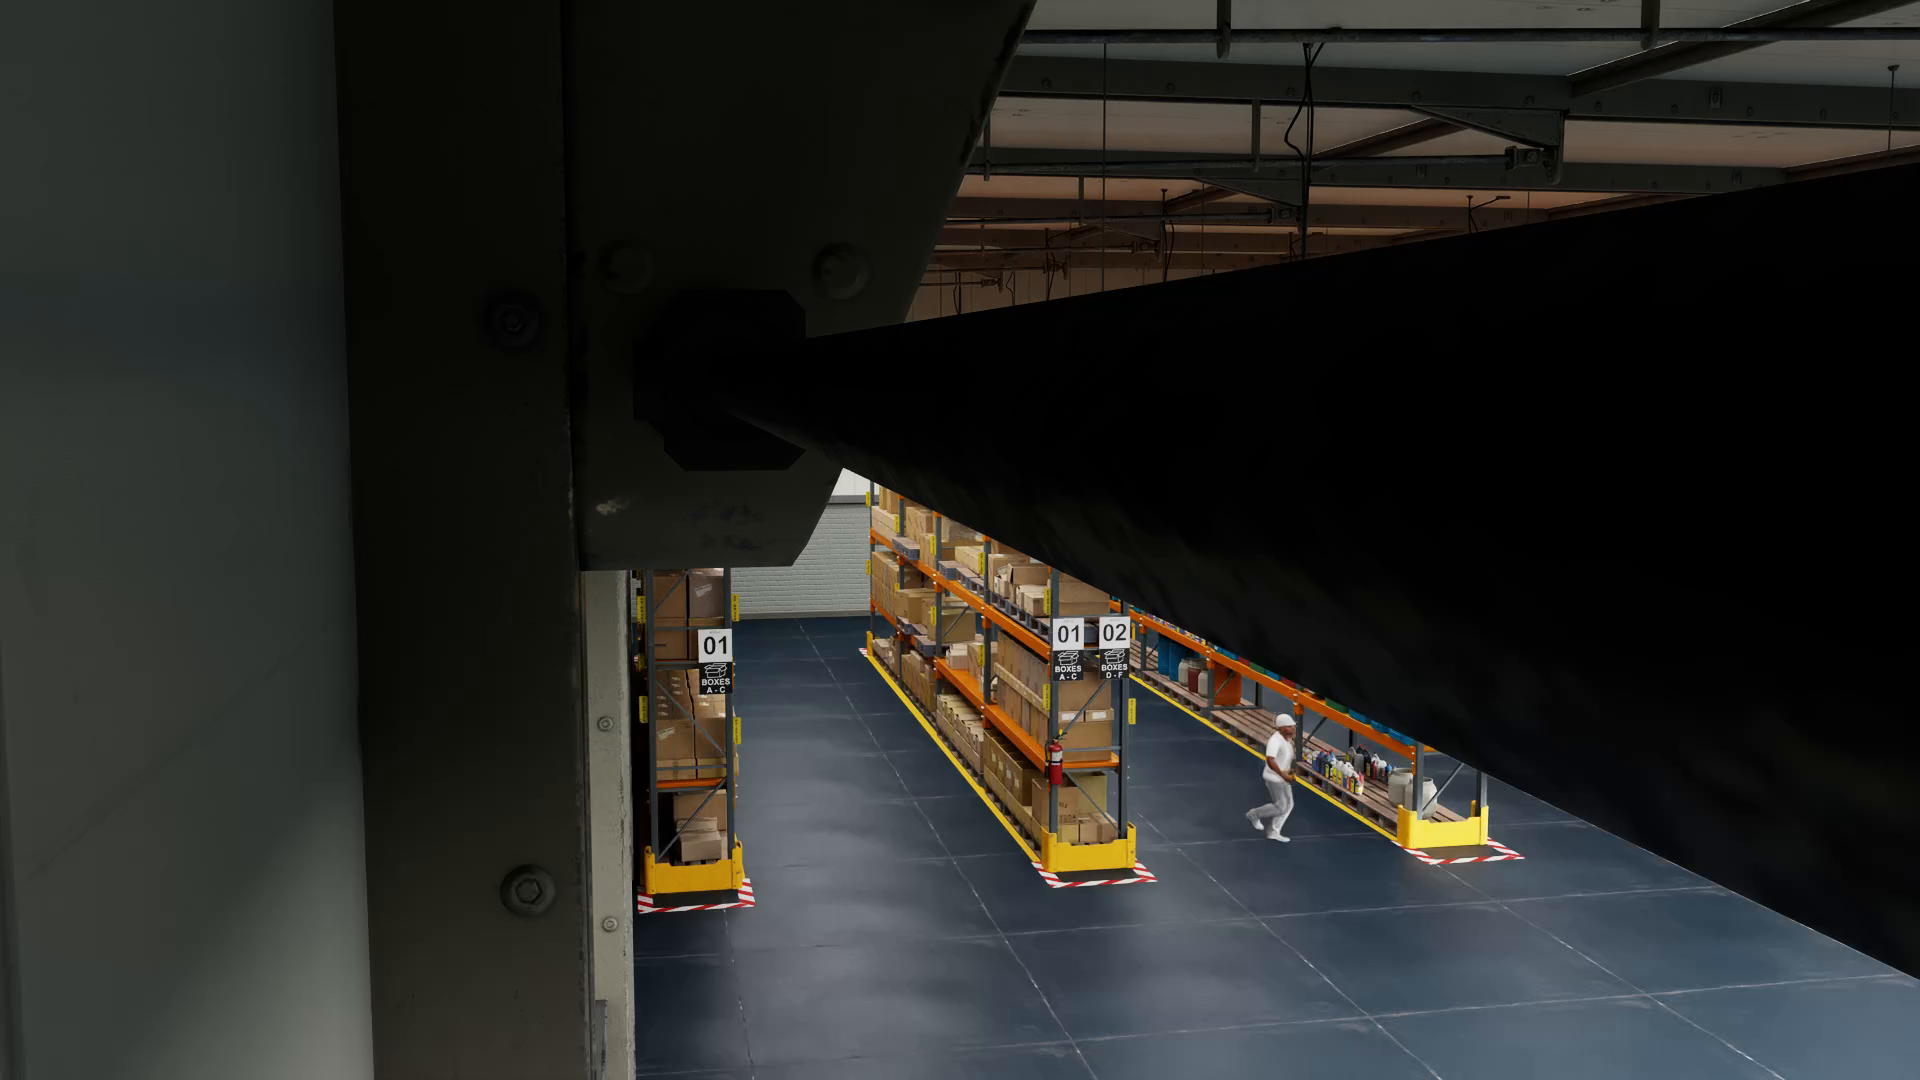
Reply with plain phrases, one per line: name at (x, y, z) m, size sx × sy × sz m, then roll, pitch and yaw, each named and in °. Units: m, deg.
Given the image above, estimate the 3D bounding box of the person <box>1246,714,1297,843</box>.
person at (4.161, 3.167, 22.249) m, size 0.669 × 1.714 × 0.688 m, roll 3°, pitch 7°, yaw 29°
